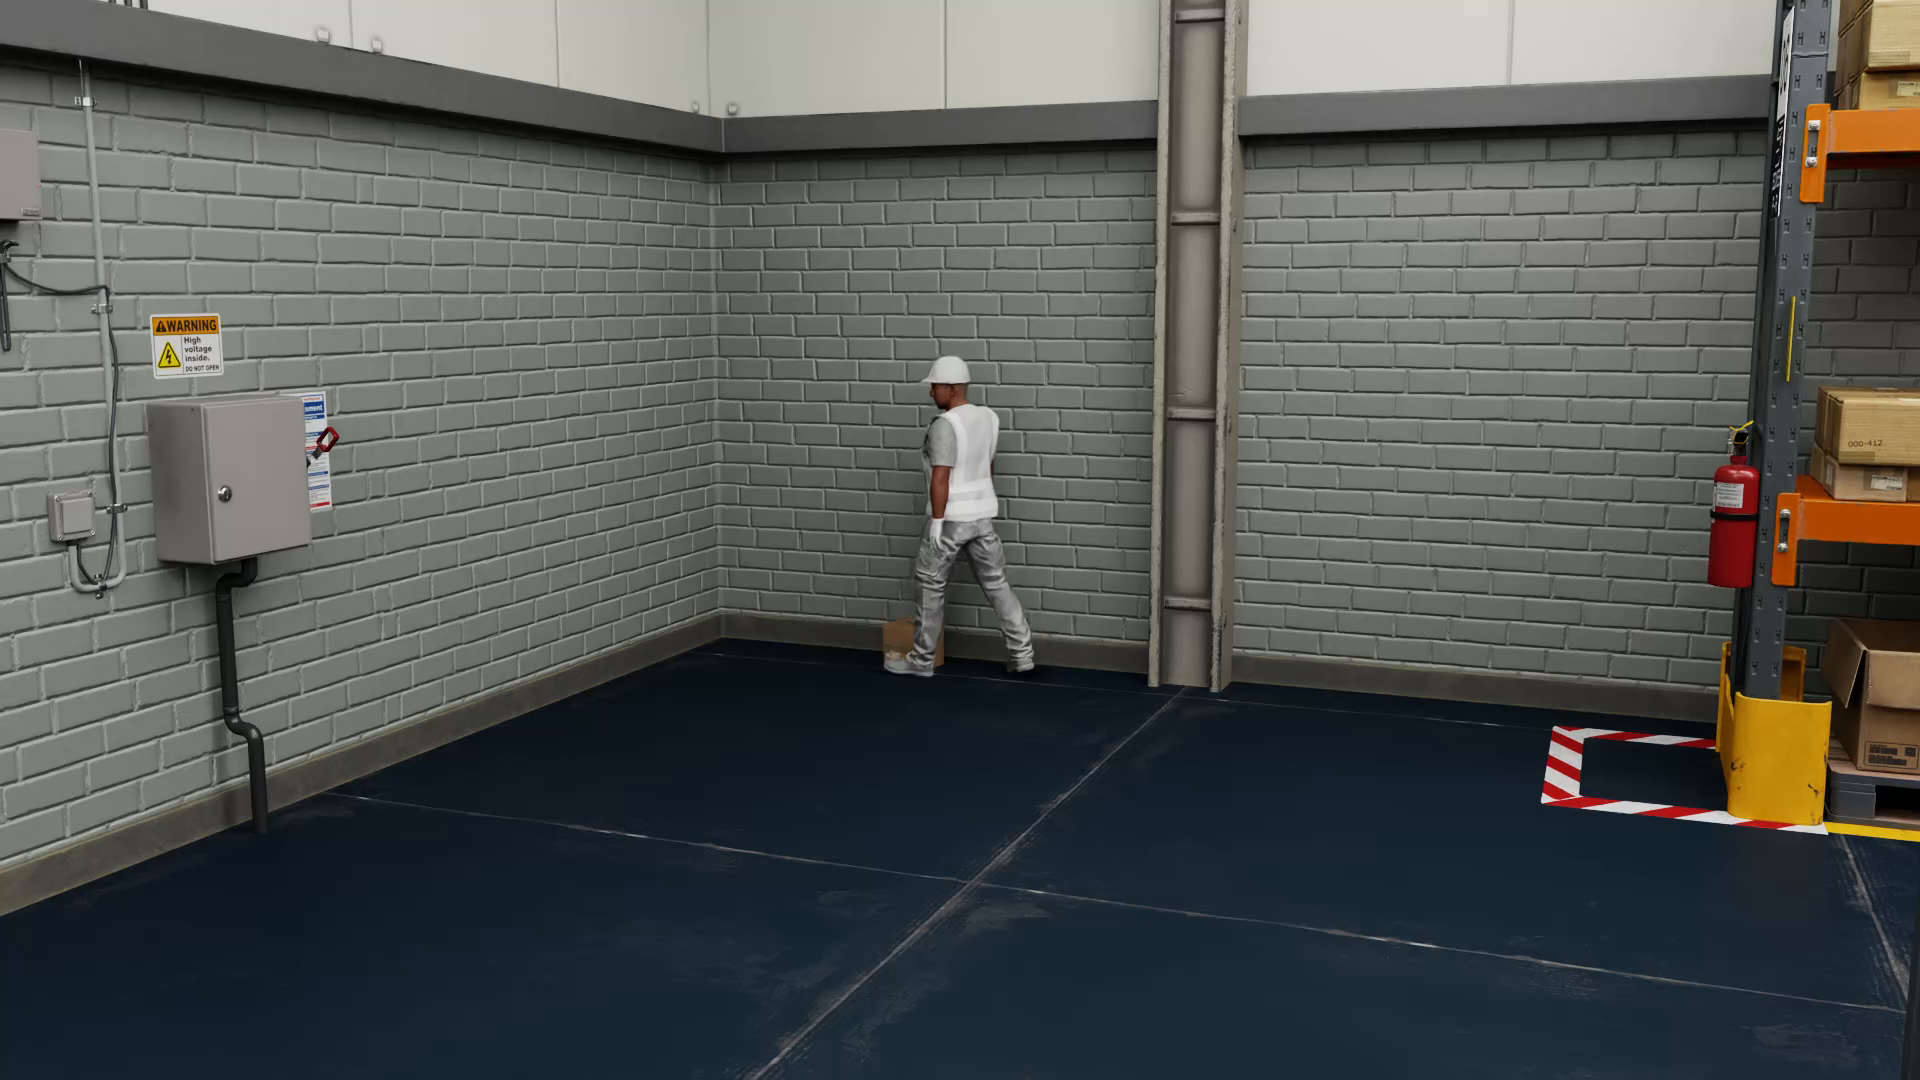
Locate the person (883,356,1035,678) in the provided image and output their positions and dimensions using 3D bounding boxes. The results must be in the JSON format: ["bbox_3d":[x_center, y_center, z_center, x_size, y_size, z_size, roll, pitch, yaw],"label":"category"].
[{"bbox_3d":[0.009,-0.123,9.147,0.759,1.771,0.637,7,11,38],"label":"person"}]
